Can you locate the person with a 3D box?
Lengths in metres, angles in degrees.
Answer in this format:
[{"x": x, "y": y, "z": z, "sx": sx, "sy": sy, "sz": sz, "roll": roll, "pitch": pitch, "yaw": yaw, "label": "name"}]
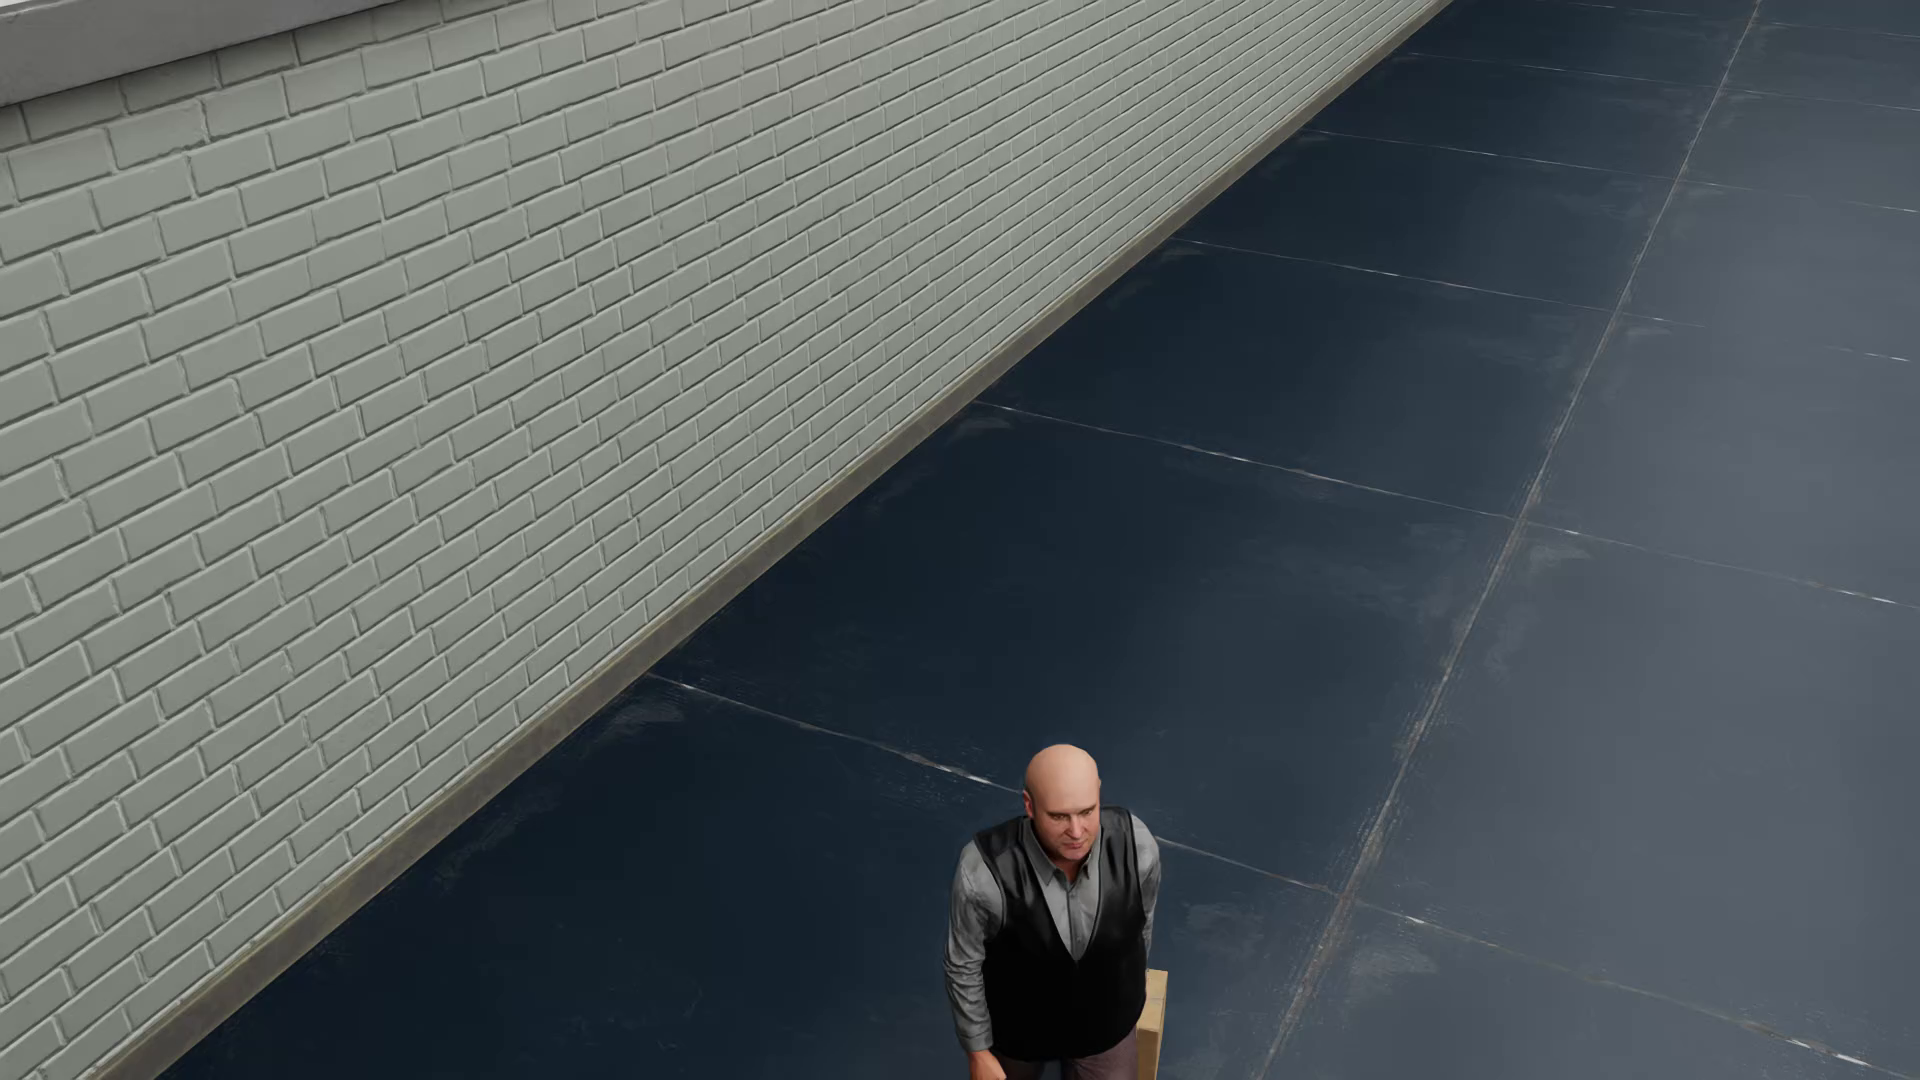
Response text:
[{"x": 0.226, "y": 1.189, "z": 4.090, "sx": 0.543, "sy": 1.660, "sz": 1.069, "roll": -3, "pitch": 30, "yaw": -5, "label": "person"}]
